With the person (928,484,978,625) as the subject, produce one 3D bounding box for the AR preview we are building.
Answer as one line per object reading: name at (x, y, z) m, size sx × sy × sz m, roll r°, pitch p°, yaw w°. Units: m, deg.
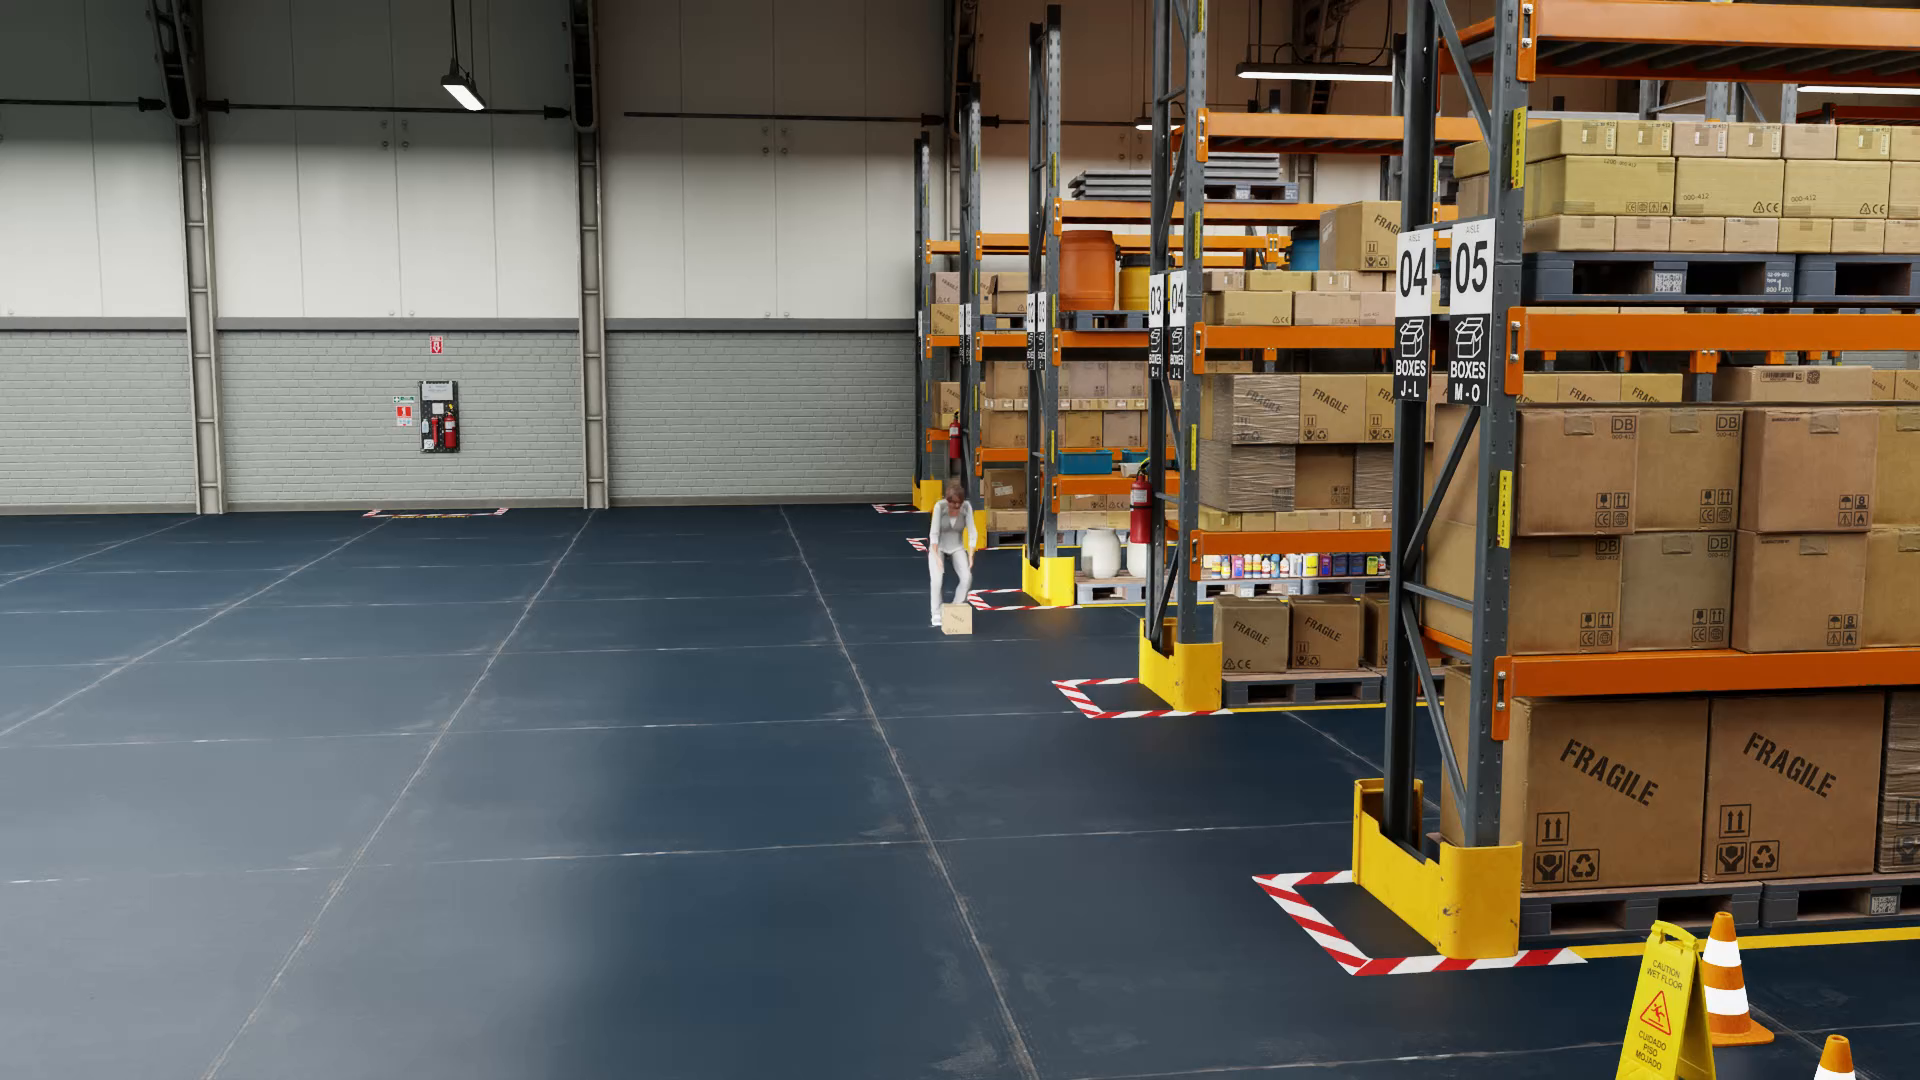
person at (-0.071, 0.139, 15.896) m, size 0.460 × 1.361 × 0.602 m, roll -1°, pitch 7°, yaw -8°
